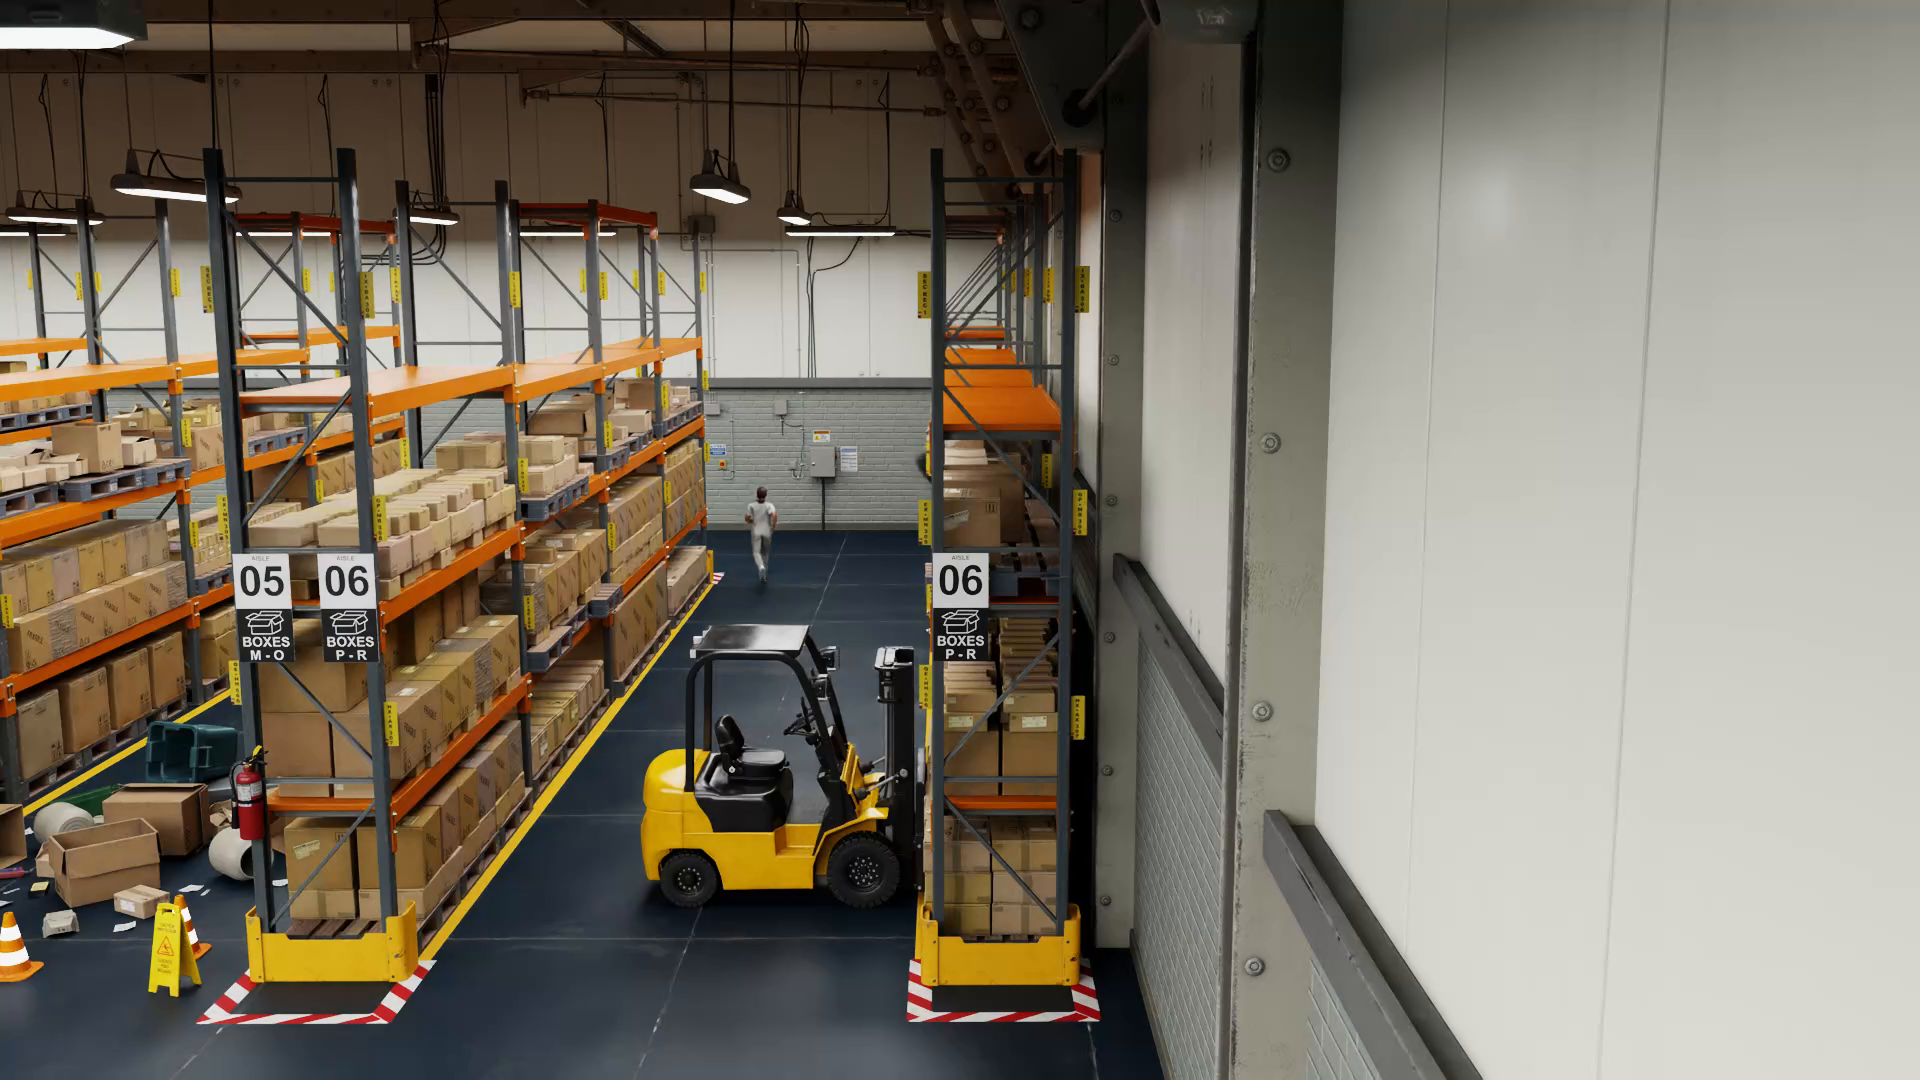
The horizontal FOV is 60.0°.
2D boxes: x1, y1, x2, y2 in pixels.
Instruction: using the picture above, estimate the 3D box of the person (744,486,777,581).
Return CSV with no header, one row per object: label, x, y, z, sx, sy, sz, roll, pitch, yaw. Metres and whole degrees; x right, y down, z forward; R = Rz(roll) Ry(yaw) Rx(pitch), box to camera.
person,-3.306,0.075,27.647,0.529,1.433,1.116,-2,9,-12
